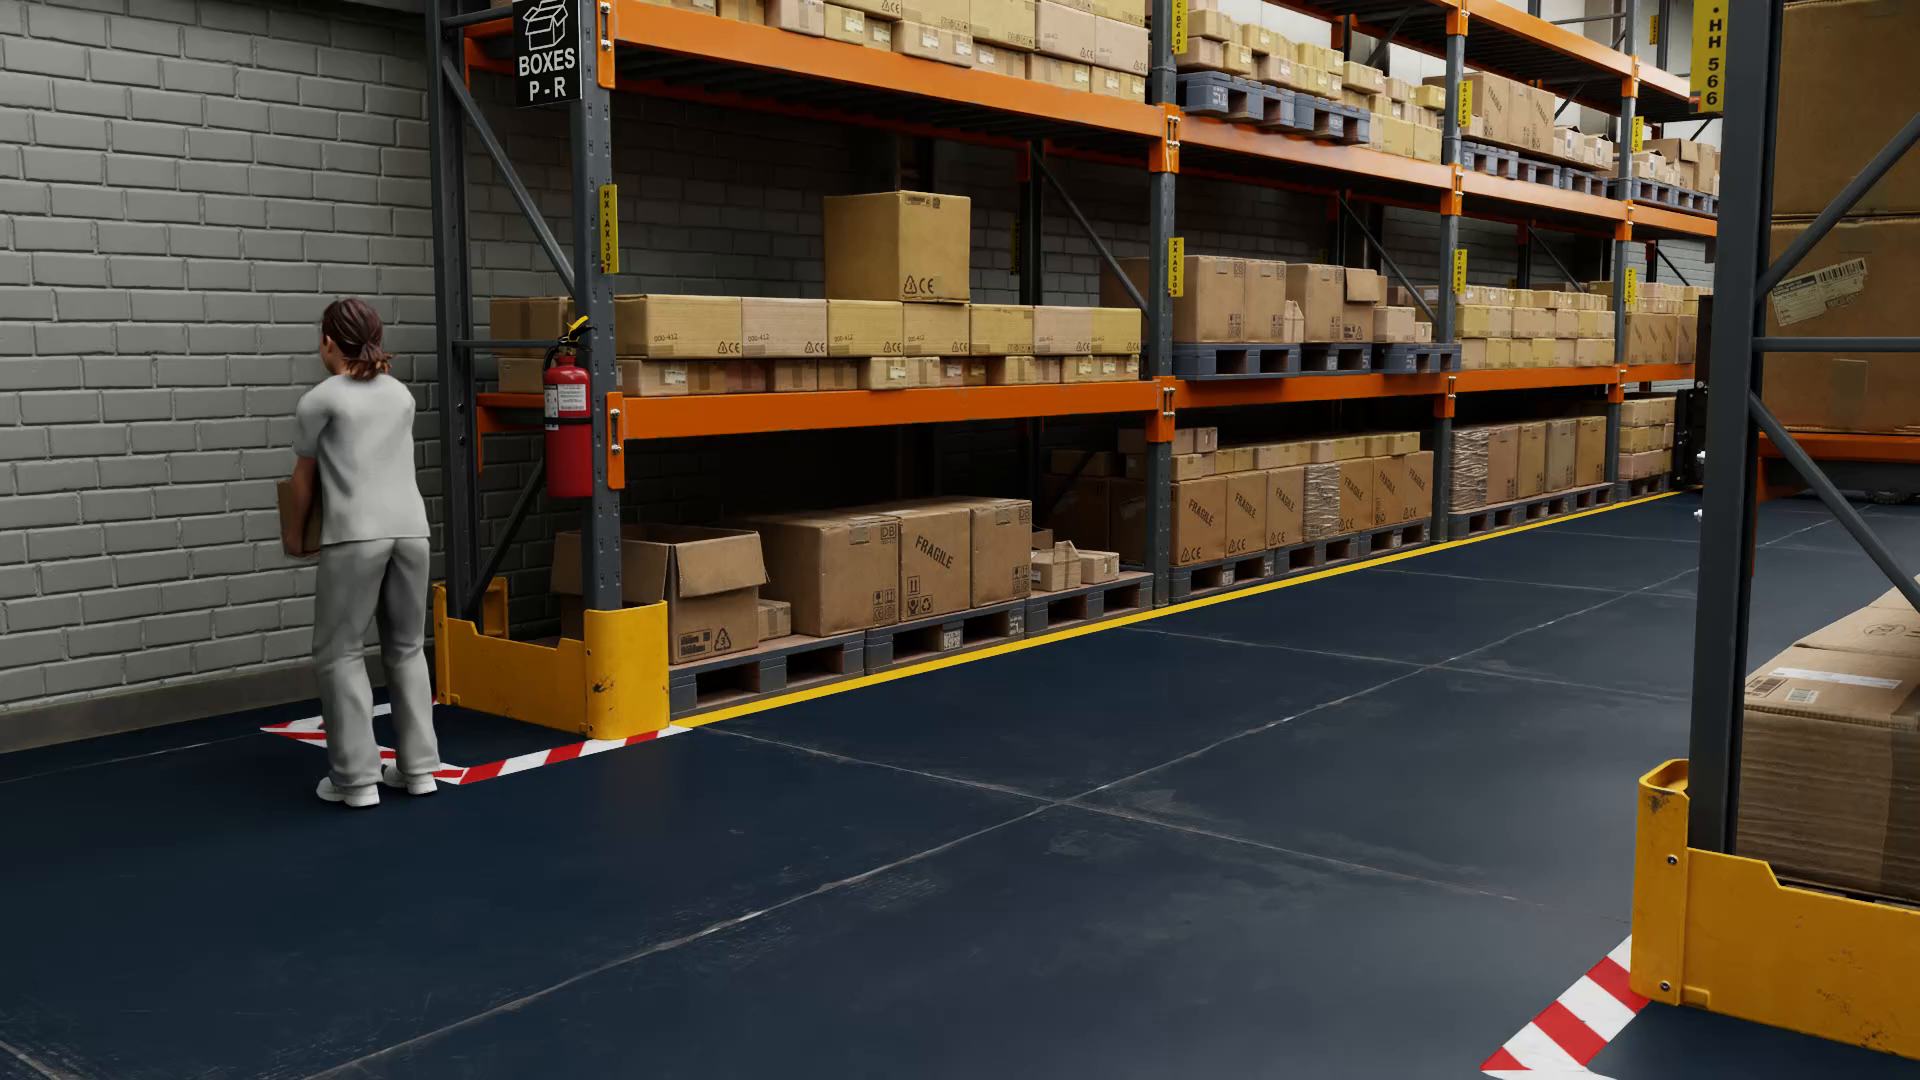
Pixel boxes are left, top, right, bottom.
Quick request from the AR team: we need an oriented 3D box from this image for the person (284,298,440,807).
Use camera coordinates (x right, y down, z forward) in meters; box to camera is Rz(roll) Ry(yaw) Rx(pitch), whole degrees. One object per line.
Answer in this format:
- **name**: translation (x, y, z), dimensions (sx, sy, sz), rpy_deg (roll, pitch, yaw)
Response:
- **person**: translation (-2.017, 0.054, 5.560), dimensions (0.510, 1.617, 0.411), rpy_deg (6, 9, 43)
